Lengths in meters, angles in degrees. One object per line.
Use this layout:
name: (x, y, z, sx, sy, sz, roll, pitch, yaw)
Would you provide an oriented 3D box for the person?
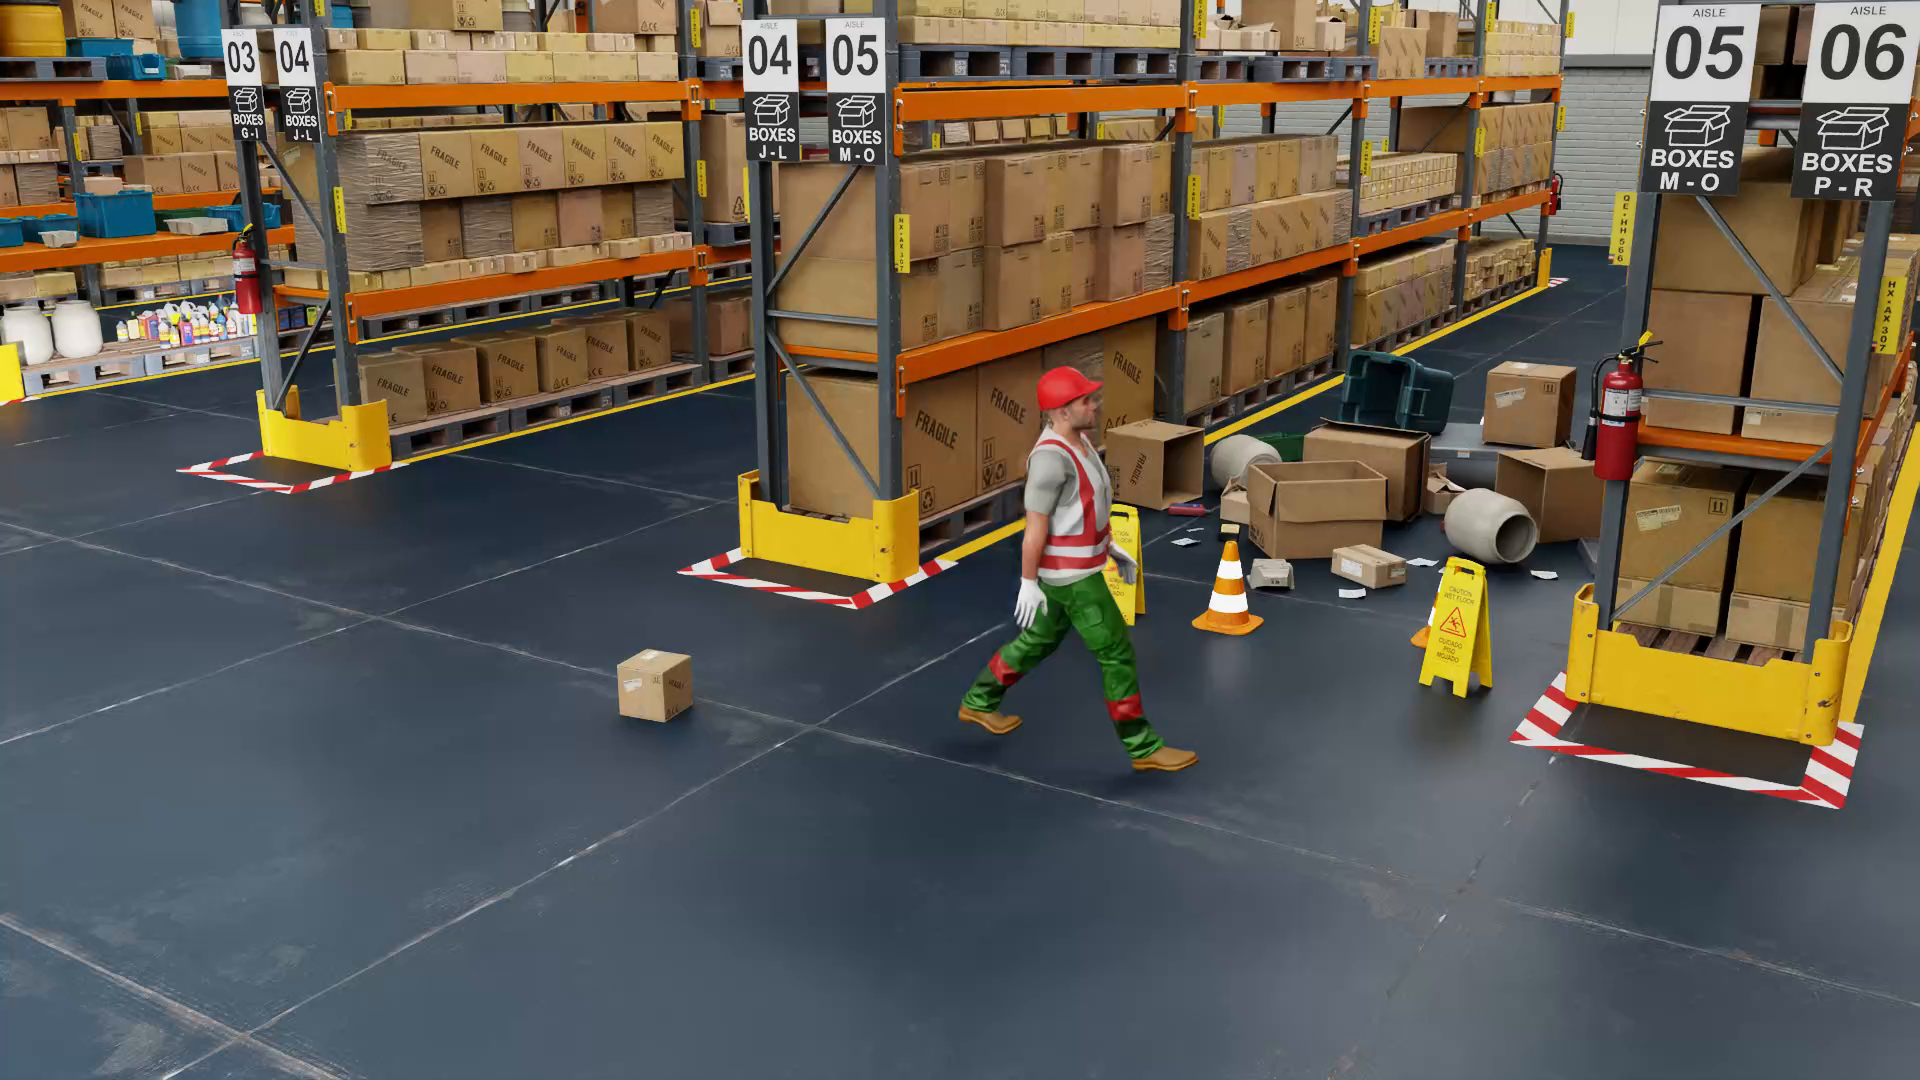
person: (0.509, 0.117, 7.106, 1.099, 1.738, 0.584, 3, 16, 11)
